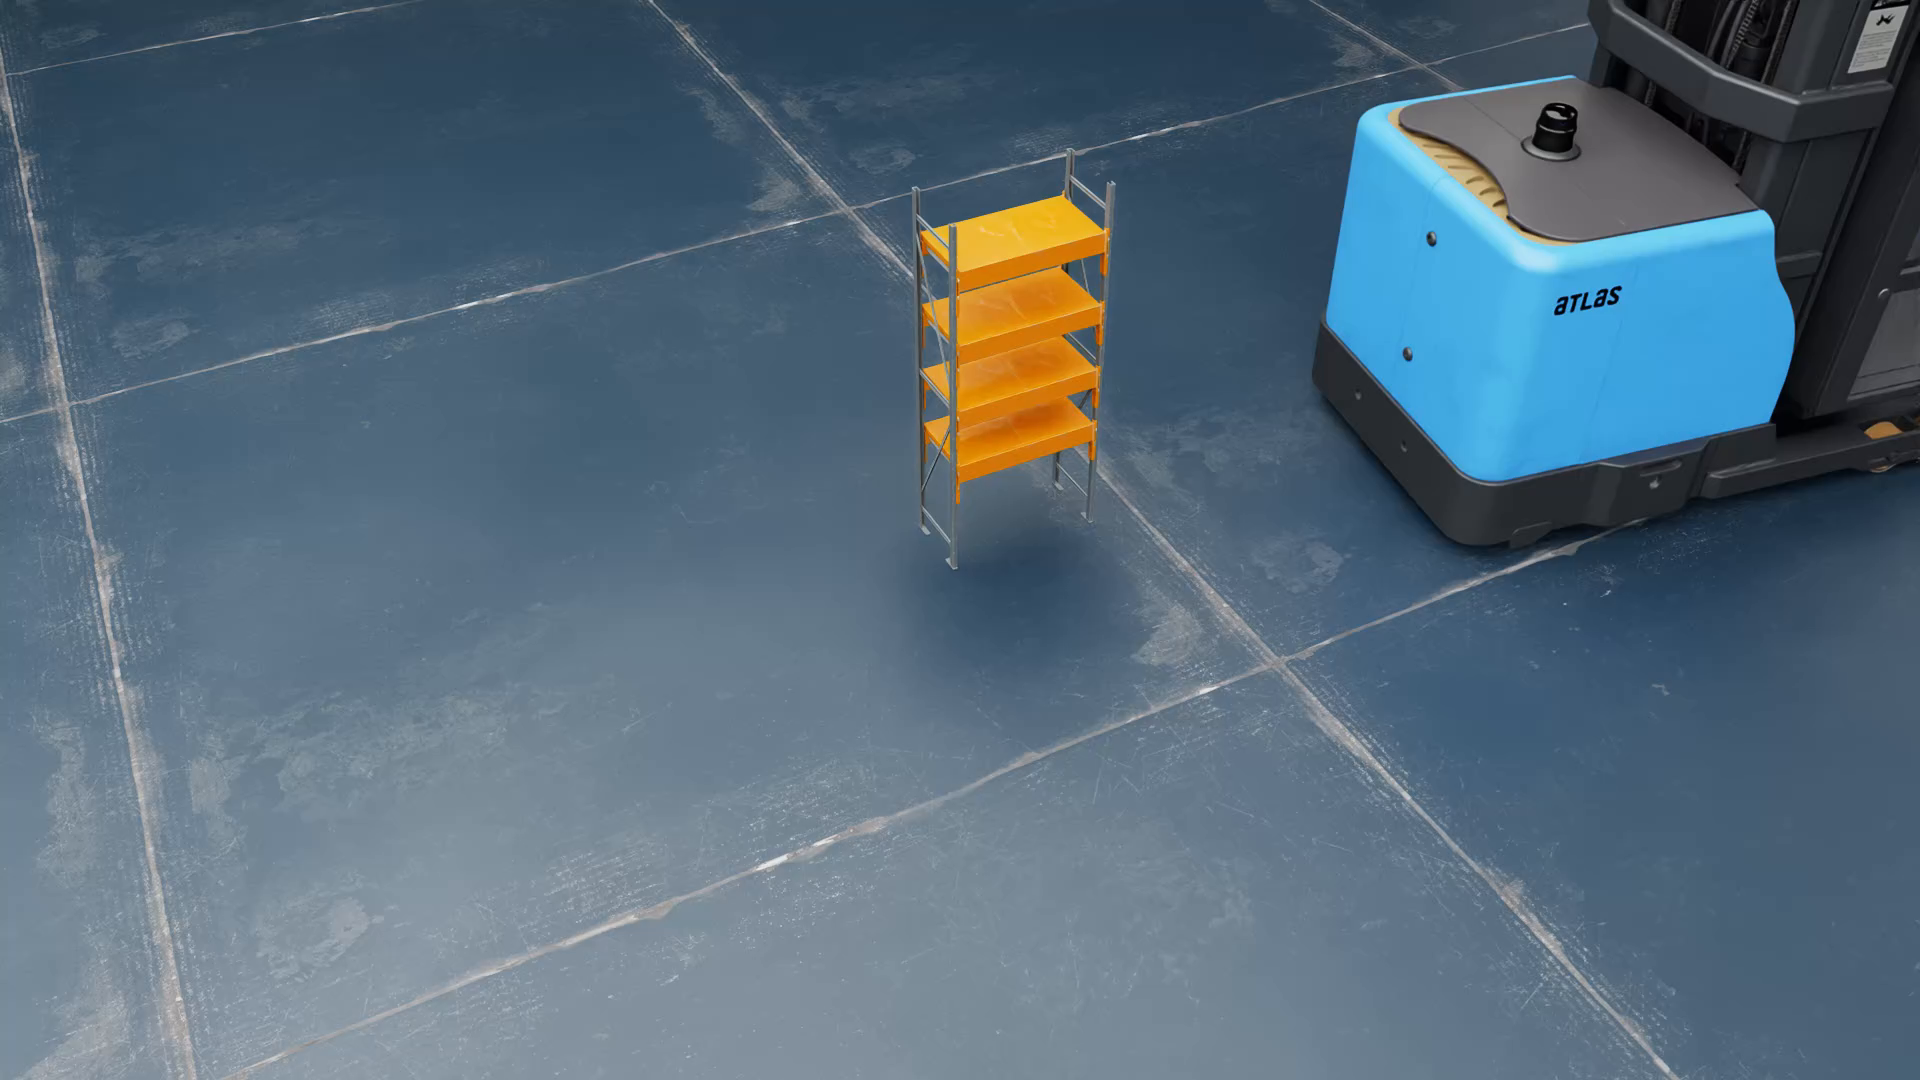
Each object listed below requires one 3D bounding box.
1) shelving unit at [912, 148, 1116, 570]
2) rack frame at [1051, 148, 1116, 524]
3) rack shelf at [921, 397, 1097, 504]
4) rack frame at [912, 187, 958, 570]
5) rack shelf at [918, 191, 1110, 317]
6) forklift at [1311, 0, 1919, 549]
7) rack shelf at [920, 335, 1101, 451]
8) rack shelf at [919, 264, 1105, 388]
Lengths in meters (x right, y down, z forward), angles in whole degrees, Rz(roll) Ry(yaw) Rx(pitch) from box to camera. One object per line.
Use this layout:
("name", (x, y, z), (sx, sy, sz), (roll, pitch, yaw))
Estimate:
("shelving unit", (0.147, -0.507, 4.921), (0.503, 1.200, 0.258), (-19, 44, -21))
("rack frame", (0.363, -0.580, 5.007), (0.015, 1.200, 0.240), (-19, 44, -21))
("rack shelf", (0.147, -0.304, 5.092), (0.480, 0.148, 0.258), (-19, 44, -21))
("rack frame", (-0.070, -0.435, 4.835), (0.015, 1.200, 0.240), (-19, 44, -21))
("rack shelf", (0.147, -0.807, 4.667), (0.480, 0.148, 0.258), (-19, 44, -21))
("forklift", (2.802, -1.655, 4.936), (3.031, 2.935, 1.130), (-12, 42, -14))
("rack shelf", (0.147, -0.456, 4.964), (0.480, 0.148, 0.258), (-19, 44, -21))
("rack shelf", (0.147, -0.627, 4.820), (0.480, 0.148, 0.258), (-19, 44, -21))
